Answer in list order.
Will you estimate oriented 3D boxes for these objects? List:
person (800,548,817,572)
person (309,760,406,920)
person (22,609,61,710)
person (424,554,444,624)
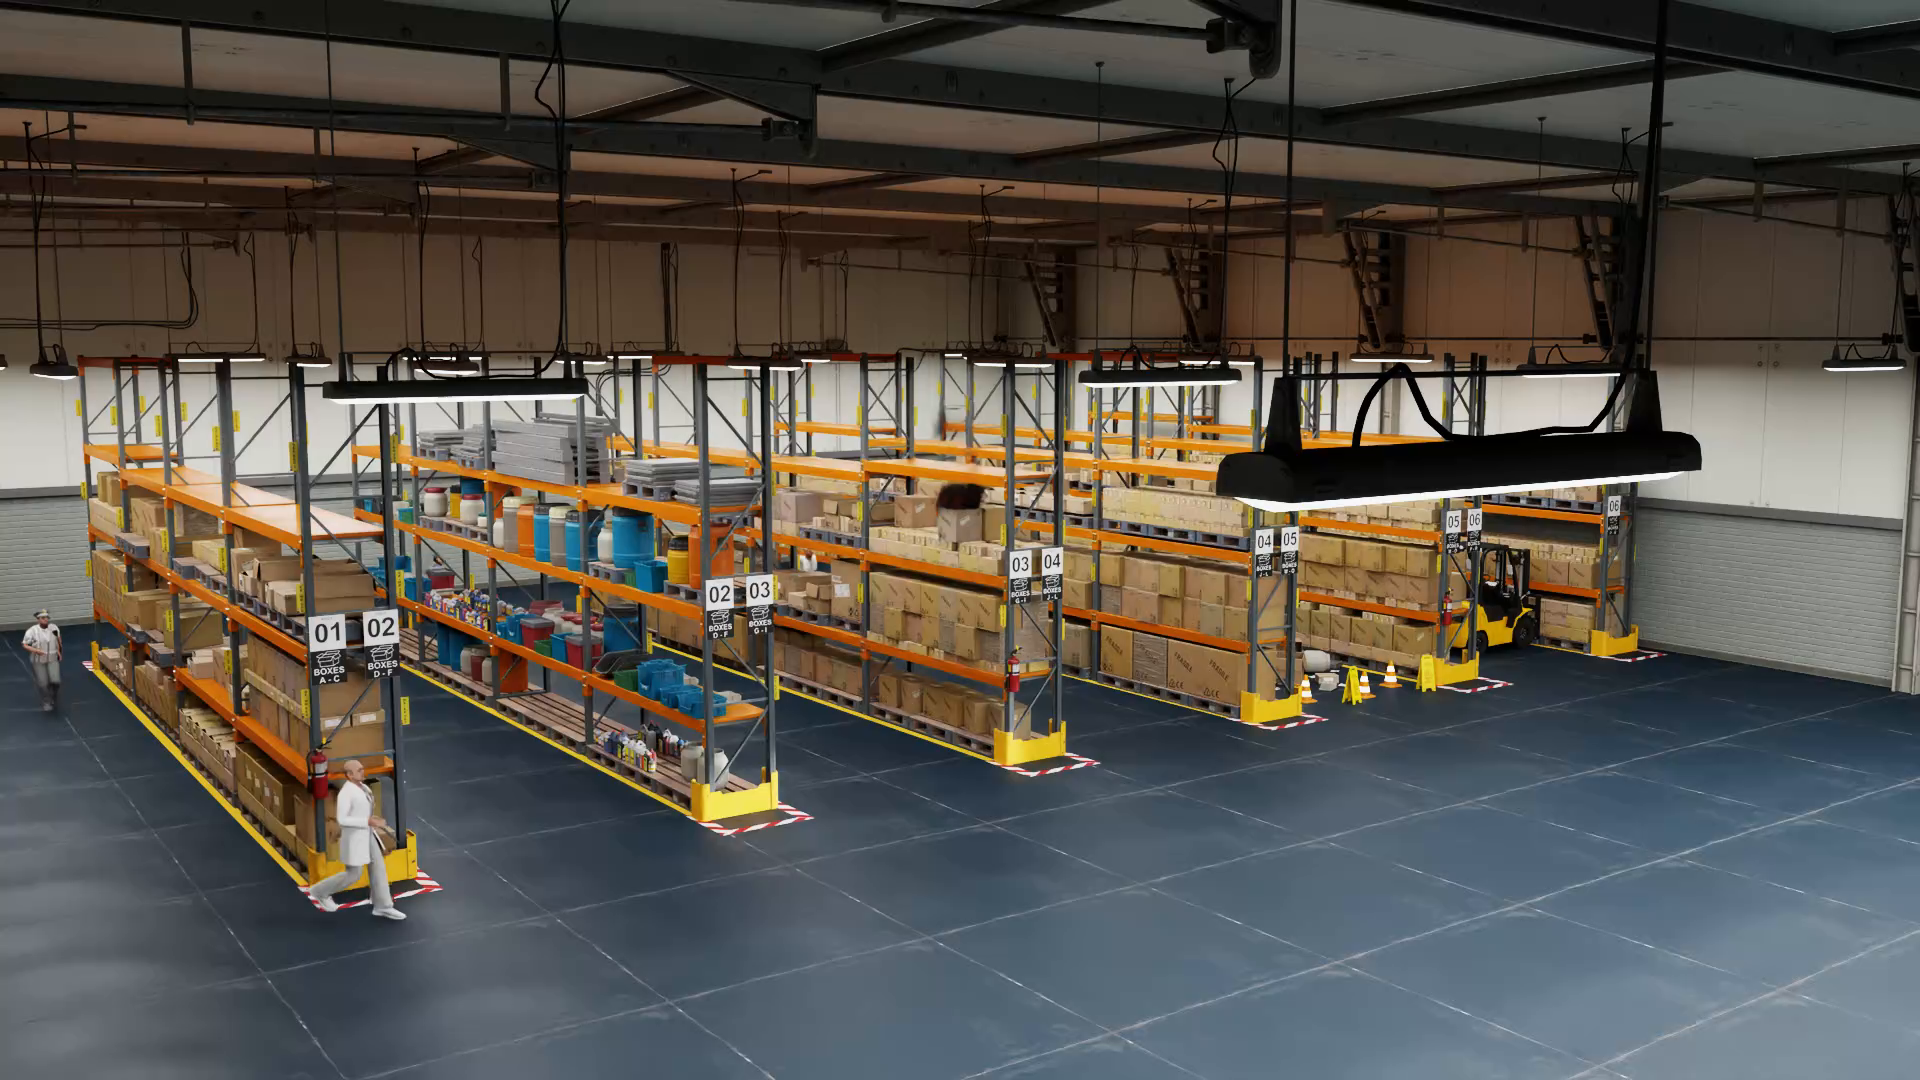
[{"bbox_3d":[-3.446,0.959,37.142,0.707,1.770,0.975,-6,9,-41],"label":"person"},{"bbox_3d":[-6.574,3.265,18.081,1.034,1.787,0.710,0,7,4],"label":"person"},{"bbox_3d":[-15.529,2.041,28.254,0.641,1.751,0.587,-7,10,-44],"label":"person"},{"bbox_3d":[-11.397,1.117,36.360,0.862,1.640,0.705,0,7,-4],"label":"person"}]
